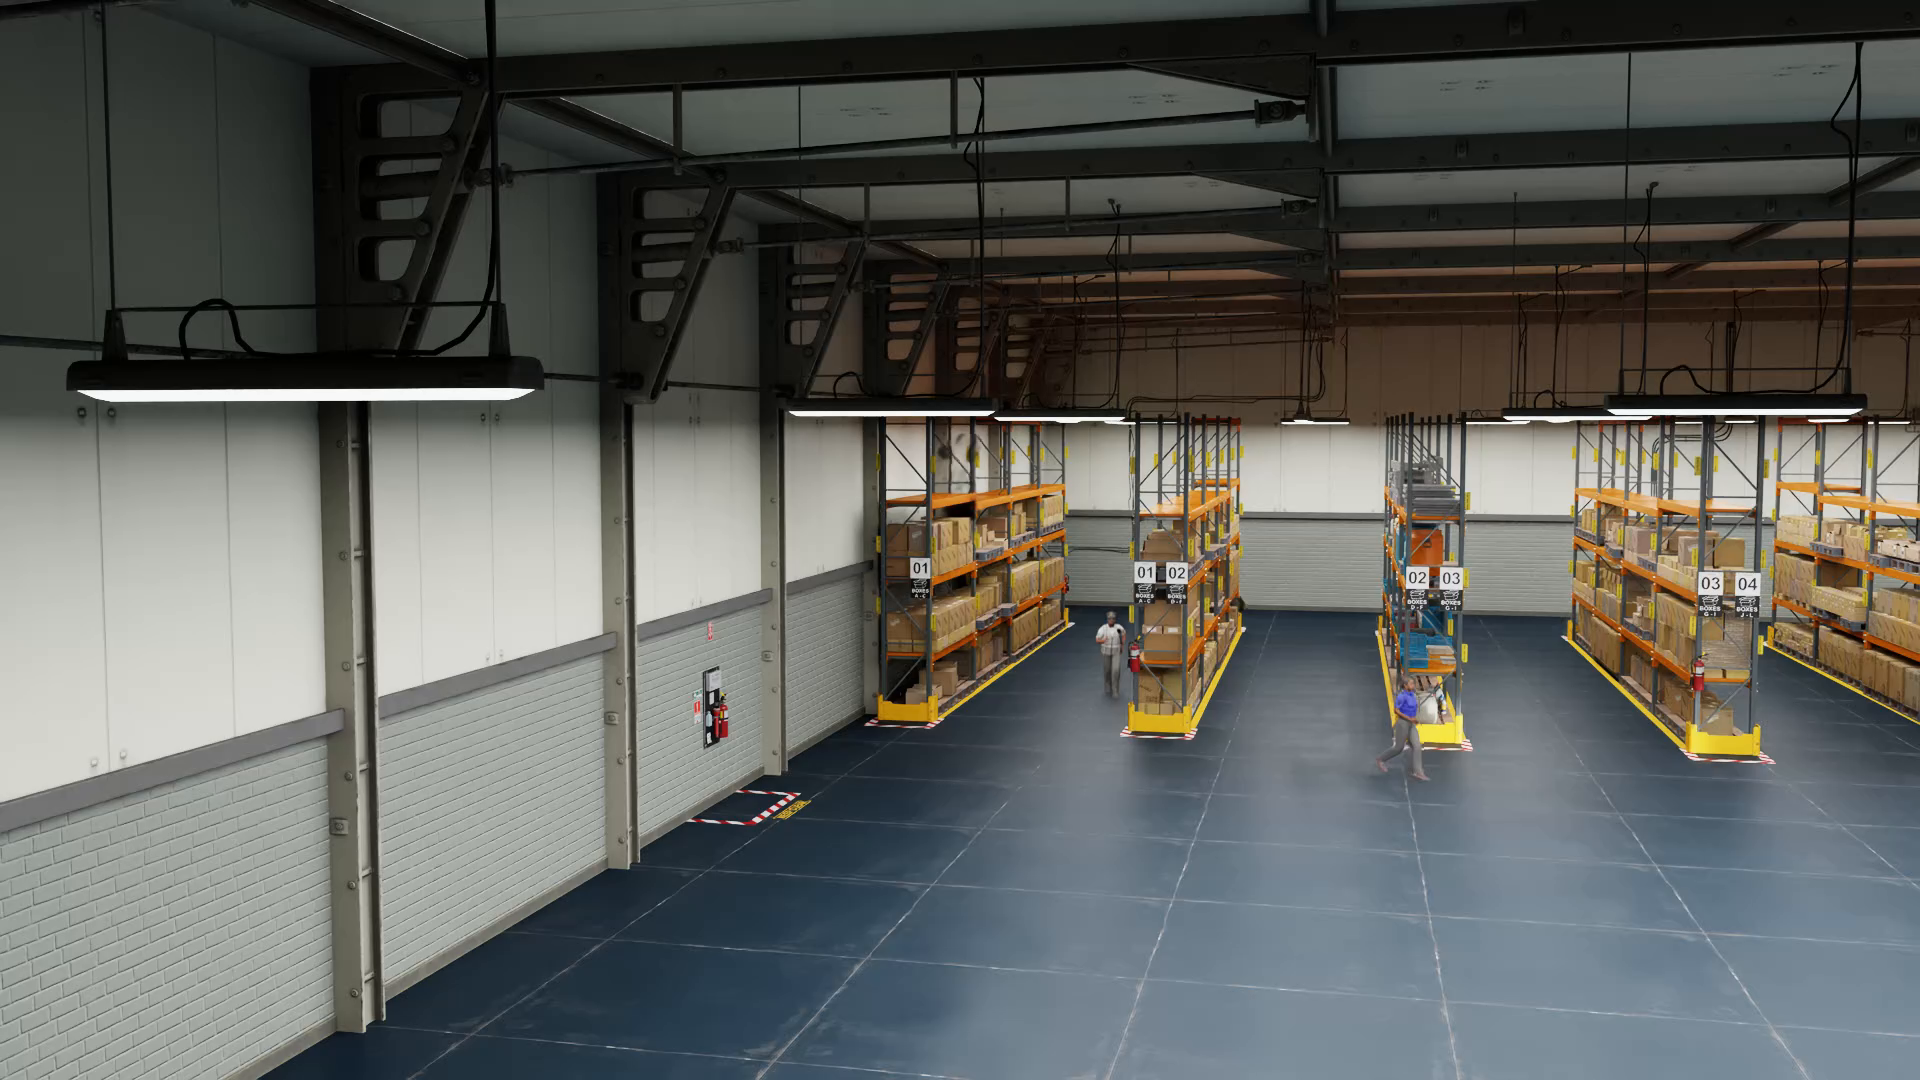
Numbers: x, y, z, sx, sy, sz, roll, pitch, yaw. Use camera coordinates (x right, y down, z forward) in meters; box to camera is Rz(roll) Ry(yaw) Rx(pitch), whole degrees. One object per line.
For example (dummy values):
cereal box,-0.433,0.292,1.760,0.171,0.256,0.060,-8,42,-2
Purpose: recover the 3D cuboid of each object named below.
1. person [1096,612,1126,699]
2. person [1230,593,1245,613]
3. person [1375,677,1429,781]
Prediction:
person,3.211,2.423,35.406,0.643,1.809,0.917,0,4,3
person,7.926,1.602,48.071,0.592,1.743,0.740,1,4,20
person,7.293,3.057,27.178,0.957,1.647,0.618,4,5,44
